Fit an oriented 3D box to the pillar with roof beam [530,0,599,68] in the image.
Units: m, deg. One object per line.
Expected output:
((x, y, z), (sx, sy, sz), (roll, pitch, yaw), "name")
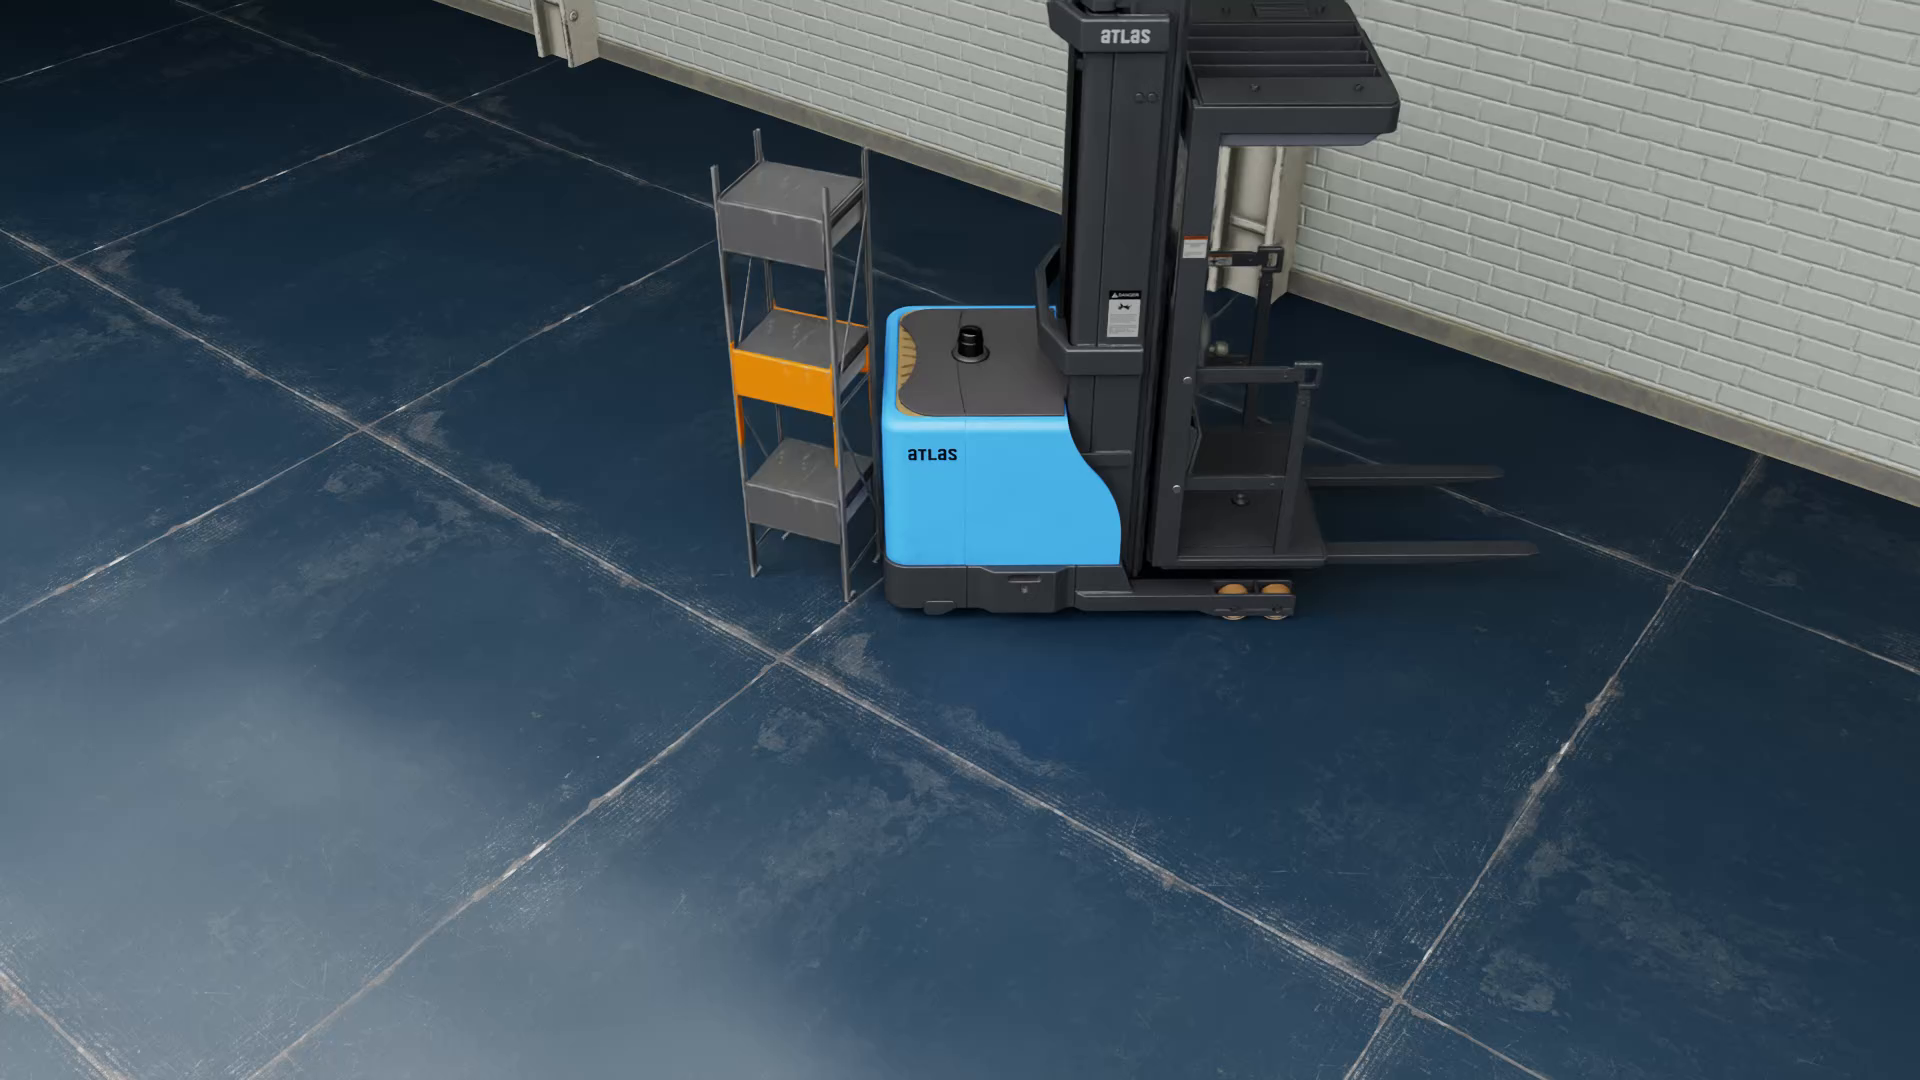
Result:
((-5.643, -5.198, 7.450), (0.400, 9.000, 9.100), (25, 45, 29), "pillar with roof beam")

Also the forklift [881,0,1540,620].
((1.164, -1.117, 7.159), (3.031, 2.935, 1.130), (0, 38, 0), "forklift")

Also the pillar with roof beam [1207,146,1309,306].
((-0.877, -2.951, 4.580), (0.400, 9.000, 9.100), (25, 45, 29), "pillar with roof beam")

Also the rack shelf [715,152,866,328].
((-0.681, -1.245, 6.884), (0.480, 0.518, 0.431), (14, 40, 17), "rack shelf")

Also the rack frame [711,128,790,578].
((-0.907, -0.760, 7.379), (0.015, 2.100, 0.400), (14, 40, 17), "rack frame")

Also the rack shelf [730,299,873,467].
((-0.681, -0.694, 7.315), (0.480, 0.518, 0.431), (14, 40, 17), "rack shelf")

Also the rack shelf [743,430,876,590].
((-0.681, -0.142, 7.747), (0.480, 0.518, 0.431), (14, 40, 17), "rack shelf")

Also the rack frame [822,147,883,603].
((-0.454, -0.648, 7.235), (0.015, 2.100, 0.400), (14, 40, 17), "rack frame")

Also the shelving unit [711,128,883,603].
((-0.681, -0.704, 7.307), (0.503, 2.100, 0.431), (14, 40, 17), "shelving unit")
